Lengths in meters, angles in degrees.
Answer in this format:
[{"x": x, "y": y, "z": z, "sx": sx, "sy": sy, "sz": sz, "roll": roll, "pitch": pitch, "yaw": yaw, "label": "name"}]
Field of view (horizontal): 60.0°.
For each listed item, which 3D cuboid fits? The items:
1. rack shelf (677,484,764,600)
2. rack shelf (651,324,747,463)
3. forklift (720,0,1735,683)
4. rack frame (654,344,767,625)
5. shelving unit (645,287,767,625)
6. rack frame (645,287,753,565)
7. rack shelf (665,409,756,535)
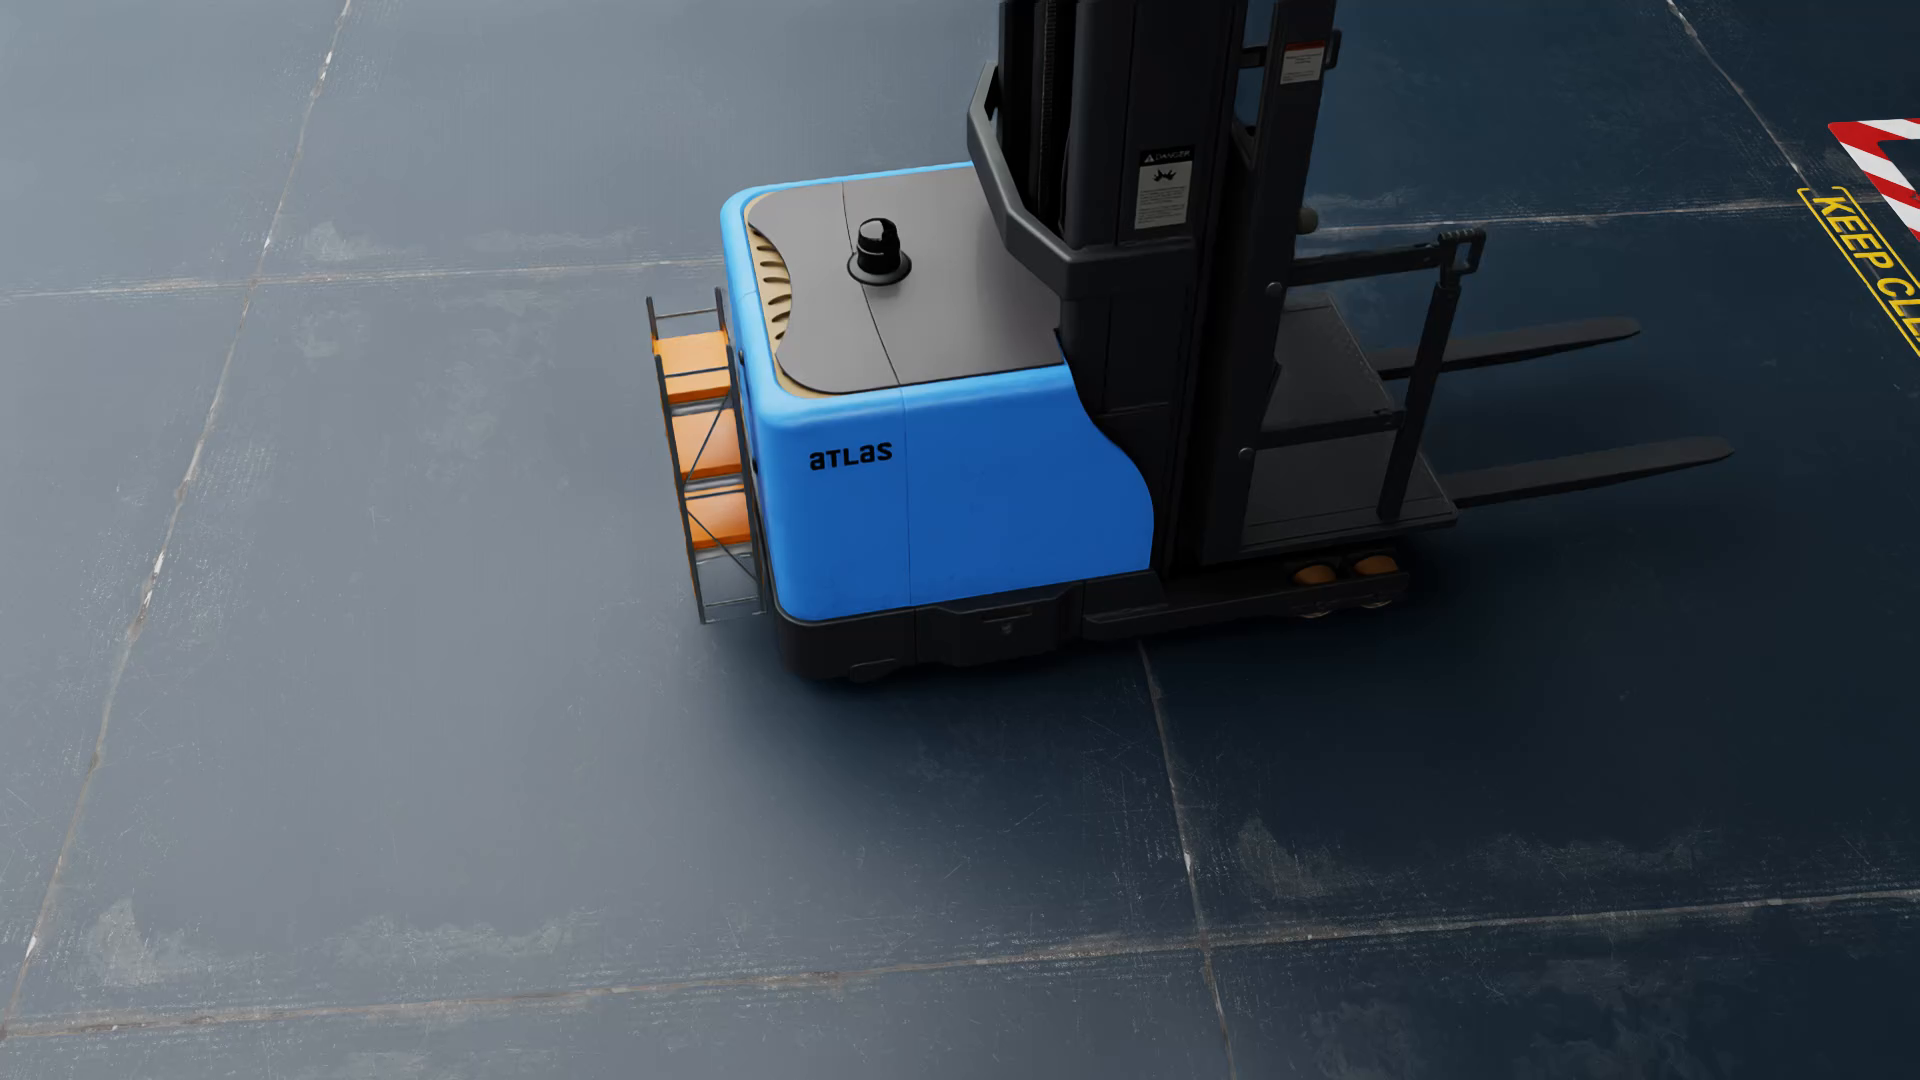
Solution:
[{"x": -0.711, "y": -0.013, "z": 4.936, "sx": 0.215, "sy": 0.259, "sz": 0.240, "roll": -9, "pitch": 47, "yaw": -9, "label": "rack shelf"}, {"x": -0.711, "y": -0.399, "z": 4.529, "sx": 0.215, "sy": 0.259, "sz": 0.240, "roll": -9, "pitch": 47, "yaw": -9, "label": "rack shelf"}, {"x": 0.878, "y": -1.142, "z": 4.313, "sx": 3.031, "sy": 2.935, "sz": 1.130, "roll": -9, "pitch": 47, "yaw": -8, "label": "forklift"}, {"x": -0.684, "y": -0.125, "z": 4.645, "sx": 0.200, "sy": 1.050, "sz": 0.008, "roll": -9, "pitch": 47, "yaw": -9, "label": "rack frame"}, {"x": -0.711, "y": -0.211, "z": 4.727, "sx": 0.215, "sy": 1.050, "sz": 0.252, "roll": -9, "pitch": 47, "yaw": -9, "label": "shelving unit"}, {"x": -0.737, "y": -0.298, "z": 4.809, "sx": 0.200, "sy": 1.050, "sz": 0.008, "roll": -9, "pitch": 47, "yaw": -9, "label": "rack frame"}, {"x": -0.711, "y": -0.204, "z": 4.735, "sx": 0.215, "sy": 0.259, "sz": 0.240, "roll": -9, "pitch": 47, "yaw": -9, "label": "rack shelf"}]
